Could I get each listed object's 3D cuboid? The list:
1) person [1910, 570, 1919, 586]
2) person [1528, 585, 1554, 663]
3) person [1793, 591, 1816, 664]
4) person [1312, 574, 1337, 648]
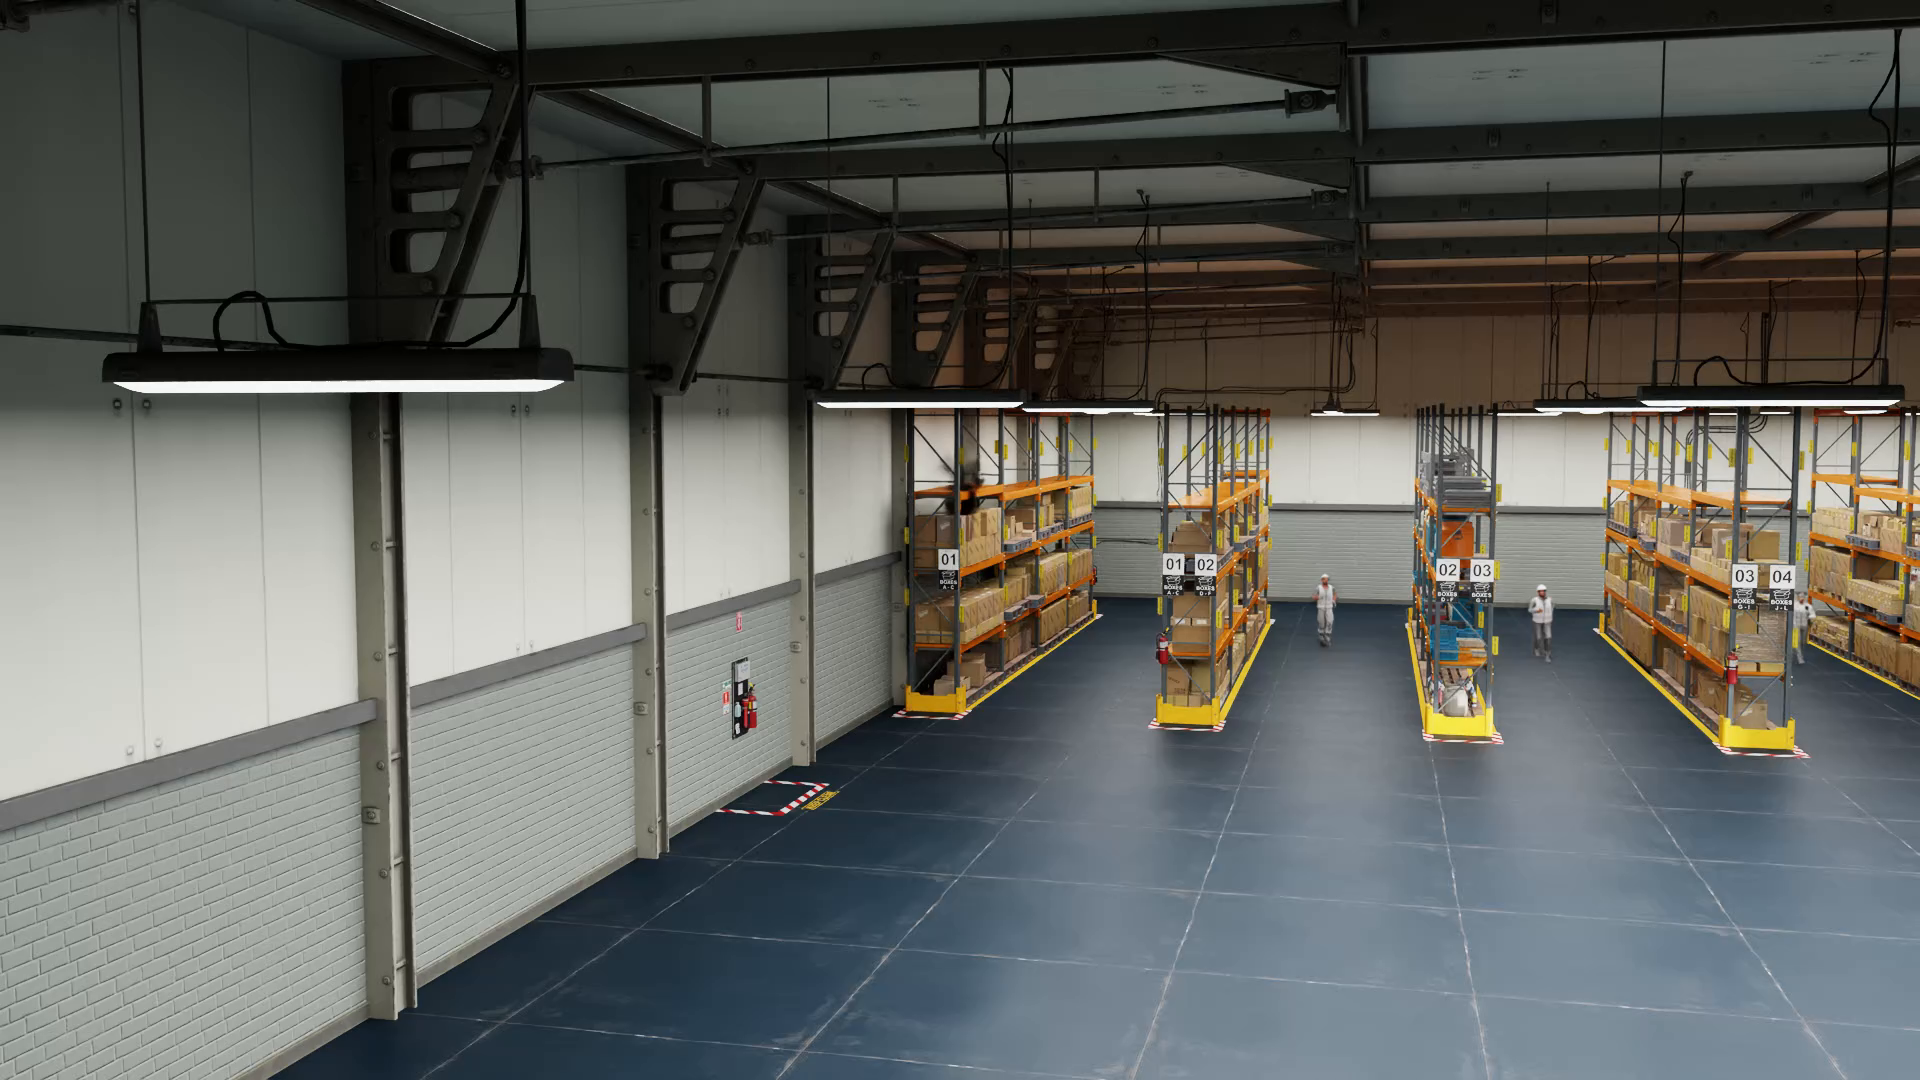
[{"bbox_3d":[25.269,1.662,43.901,0.759,1.753,0.700,1,4,19],"label":"person"},{"bbox_3d":[13.790,1.971,39.439,0.643,1.836,0.801,1,4,8],"label":"person"},{"bbox_3d":[19.700,2.020,38.973,0.612,1.677,0.919,1,4,17],"label":"person"},{"bbox_3d":[9.207,1.771,41.945,0.632,1.836,0.736,0,4,6],"label":"person"}]
